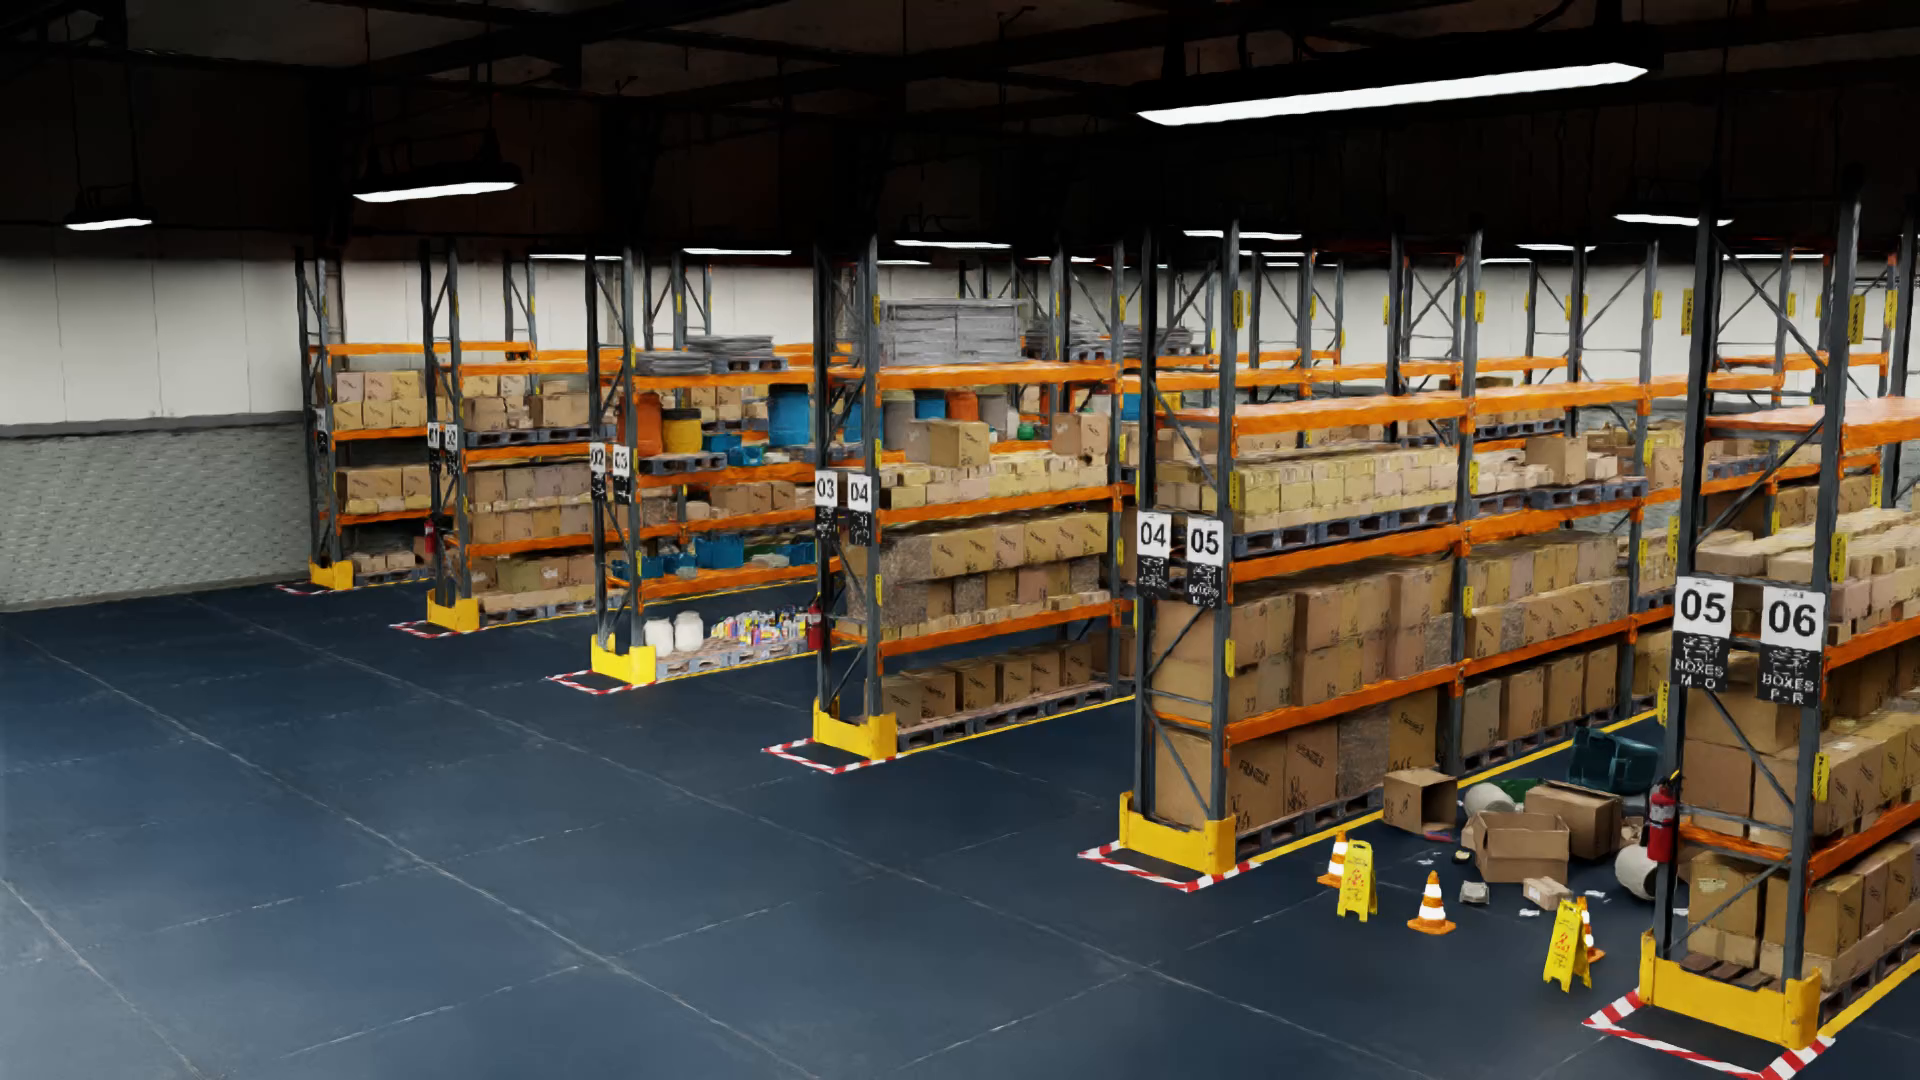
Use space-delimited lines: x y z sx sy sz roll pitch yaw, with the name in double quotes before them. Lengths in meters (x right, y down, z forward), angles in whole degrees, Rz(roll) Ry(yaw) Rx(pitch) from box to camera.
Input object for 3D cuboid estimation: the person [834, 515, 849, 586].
"person" -2.067 0.021 29.408 0.578 1.714 0.719 -8 12 -44
